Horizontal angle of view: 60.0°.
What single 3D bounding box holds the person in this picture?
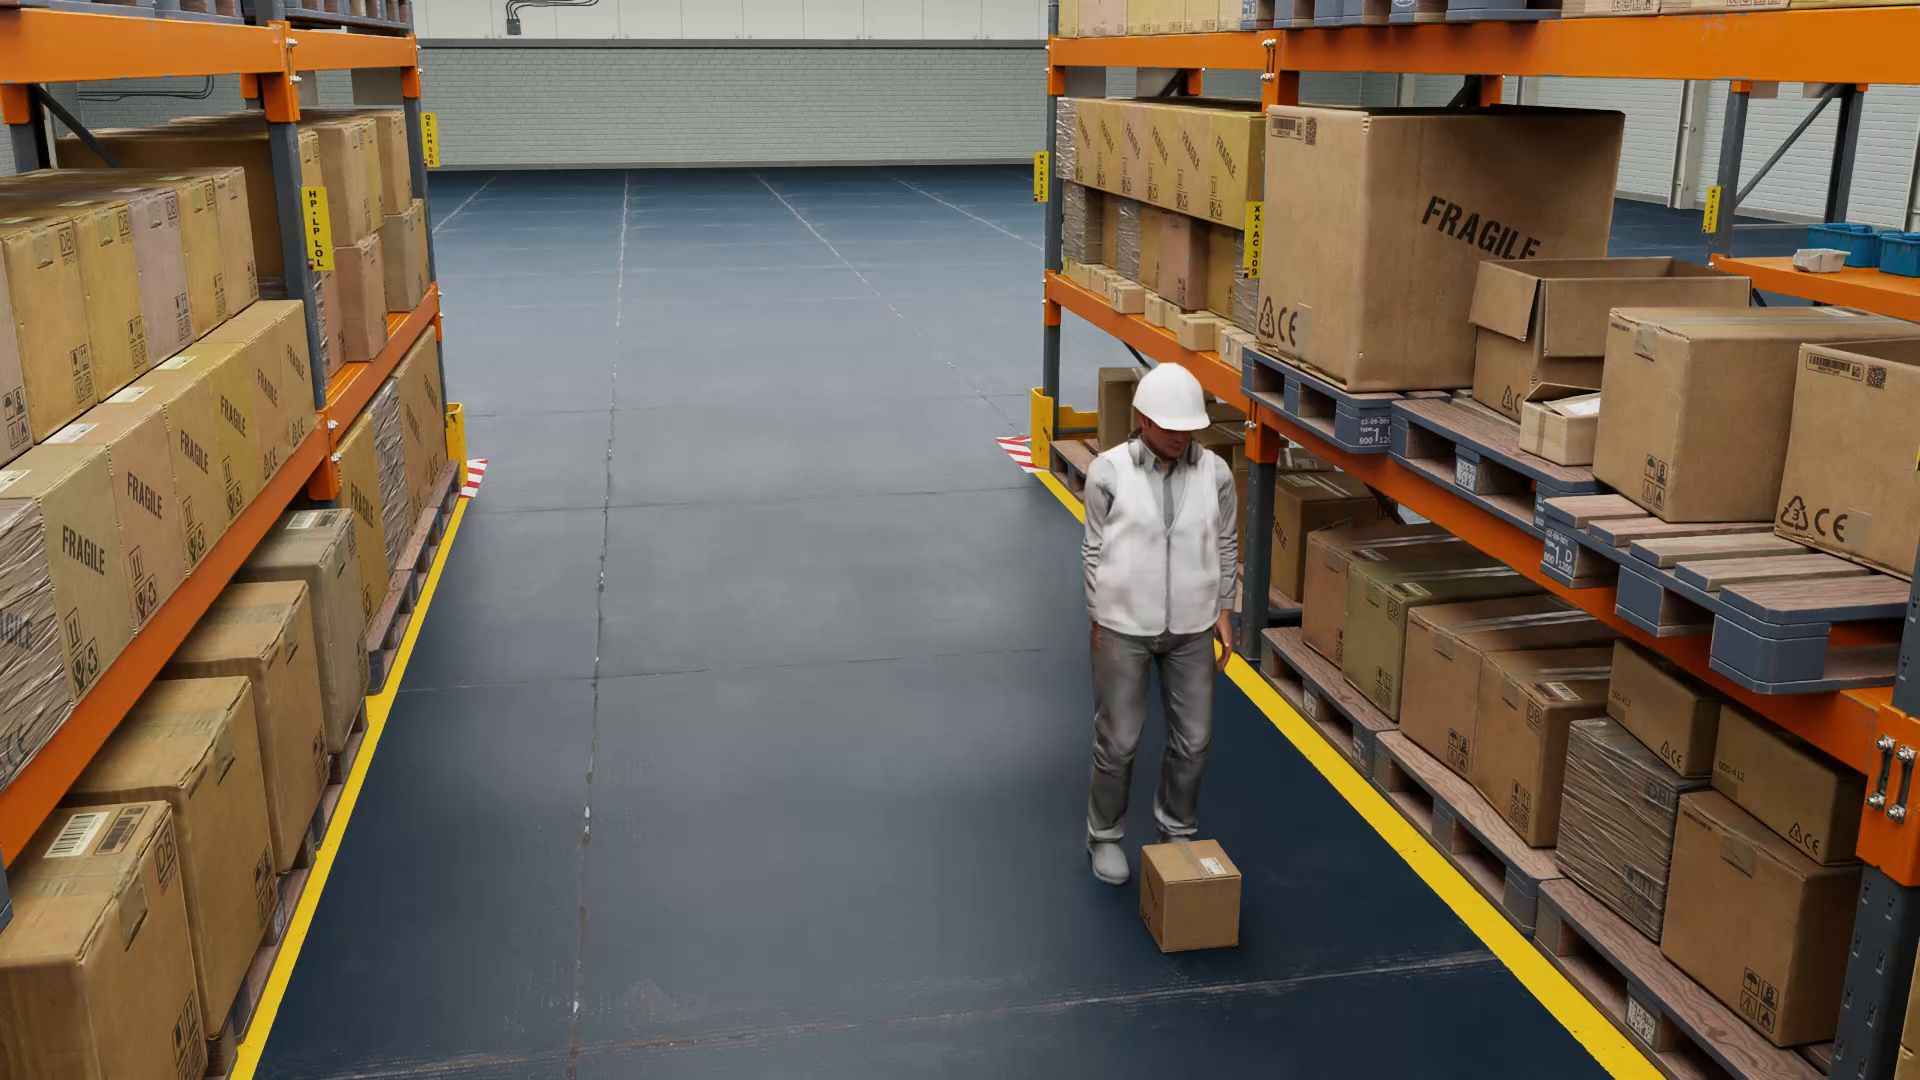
[{"bbox_3d":[3.880,-1.902,5.813,7.067,5.817,11.428,-3,16,-9],"label":"person"}]
